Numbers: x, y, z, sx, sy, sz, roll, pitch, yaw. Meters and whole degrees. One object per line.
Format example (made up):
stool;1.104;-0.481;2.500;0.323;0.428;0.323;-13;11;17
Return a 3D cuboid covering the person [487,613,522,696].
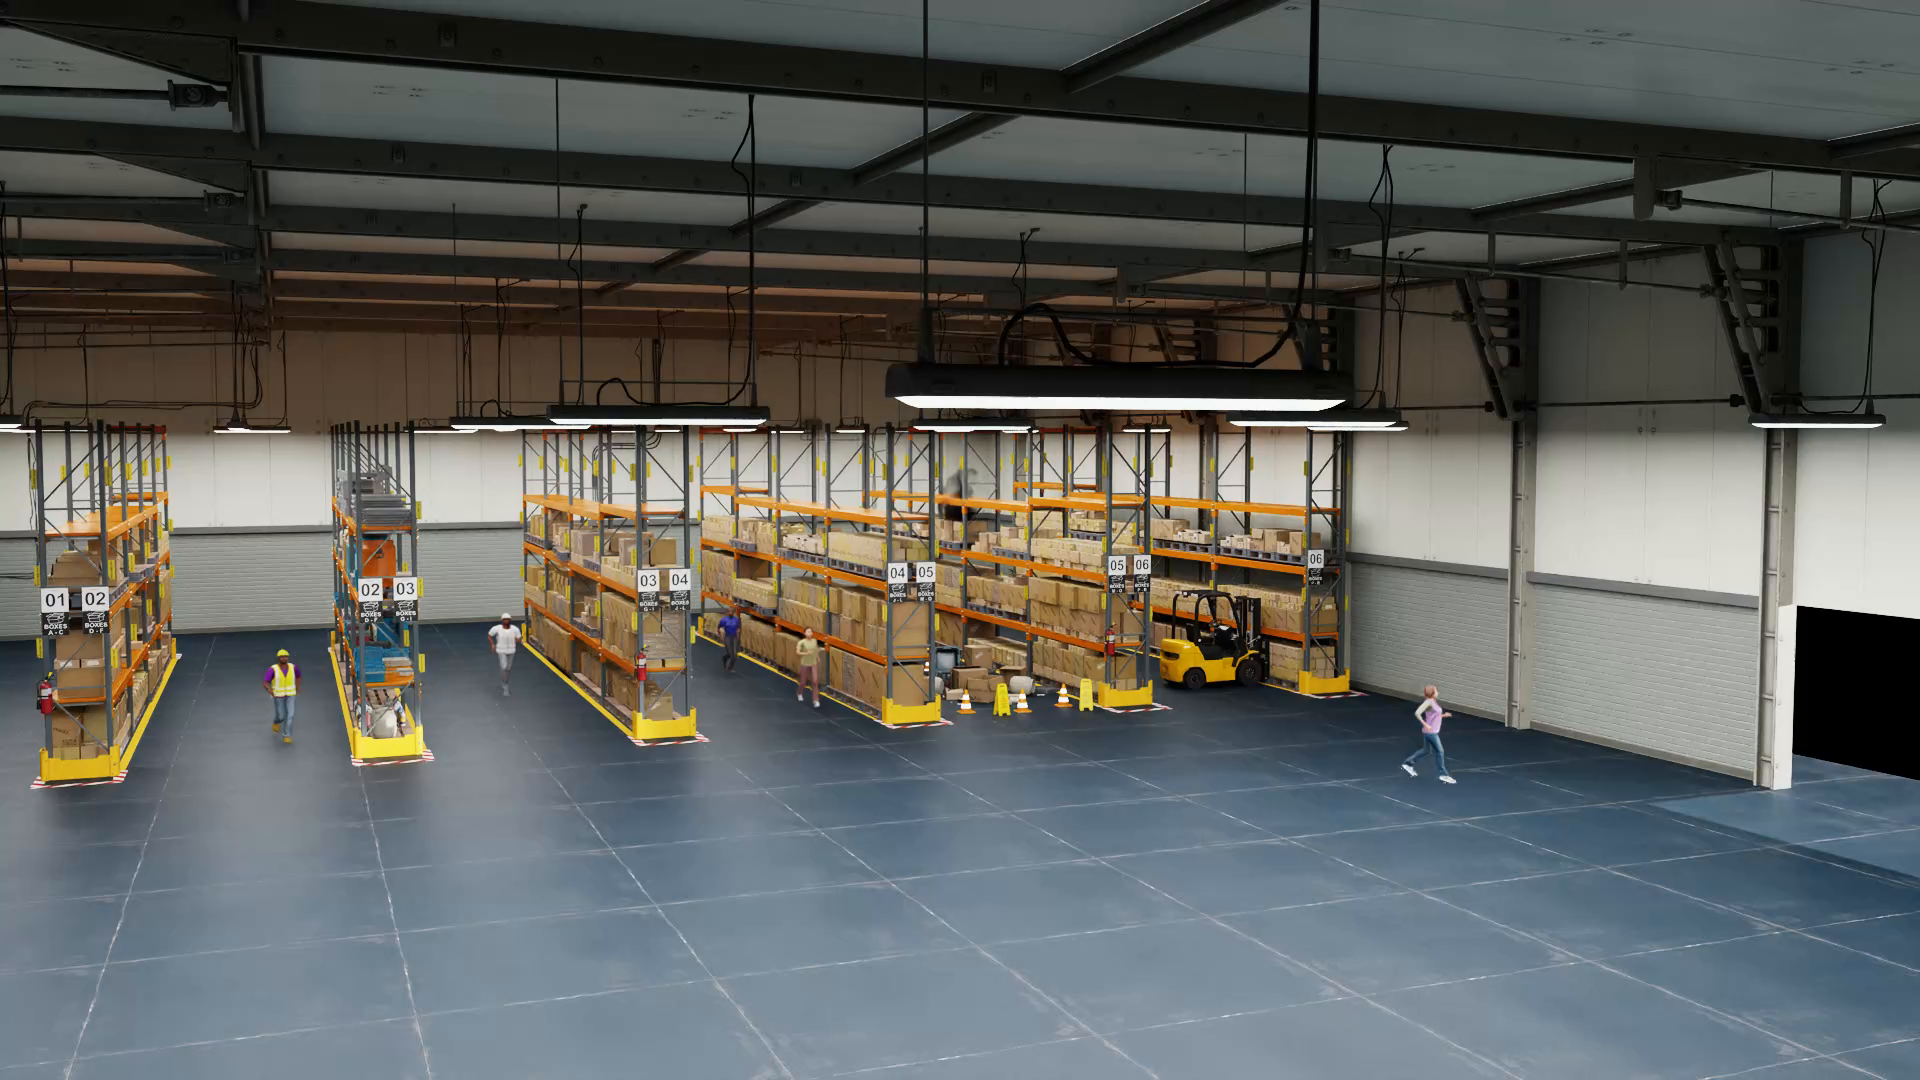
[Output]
person;-10.094;2.529;36.978;0.679;1.828;0.816;-2;4;-33

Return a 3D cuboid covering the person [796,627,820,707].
person;-3.213;2.660;35.266;0.574;1.653;0.970;-2;4;-26

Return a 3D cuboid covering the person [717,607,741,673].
person;-5.542;2.458;40.177;0.578;1.526;0.556;-2;4;-27

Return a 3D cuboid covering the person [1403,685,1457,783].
person;7.759;3.191;27.449;0.880;1.581;0.532;1;4;21

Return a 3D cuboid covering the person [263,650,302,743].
person;-12.641;2.915;31.113;0.700;1.739;0.801;-2;4;-35
